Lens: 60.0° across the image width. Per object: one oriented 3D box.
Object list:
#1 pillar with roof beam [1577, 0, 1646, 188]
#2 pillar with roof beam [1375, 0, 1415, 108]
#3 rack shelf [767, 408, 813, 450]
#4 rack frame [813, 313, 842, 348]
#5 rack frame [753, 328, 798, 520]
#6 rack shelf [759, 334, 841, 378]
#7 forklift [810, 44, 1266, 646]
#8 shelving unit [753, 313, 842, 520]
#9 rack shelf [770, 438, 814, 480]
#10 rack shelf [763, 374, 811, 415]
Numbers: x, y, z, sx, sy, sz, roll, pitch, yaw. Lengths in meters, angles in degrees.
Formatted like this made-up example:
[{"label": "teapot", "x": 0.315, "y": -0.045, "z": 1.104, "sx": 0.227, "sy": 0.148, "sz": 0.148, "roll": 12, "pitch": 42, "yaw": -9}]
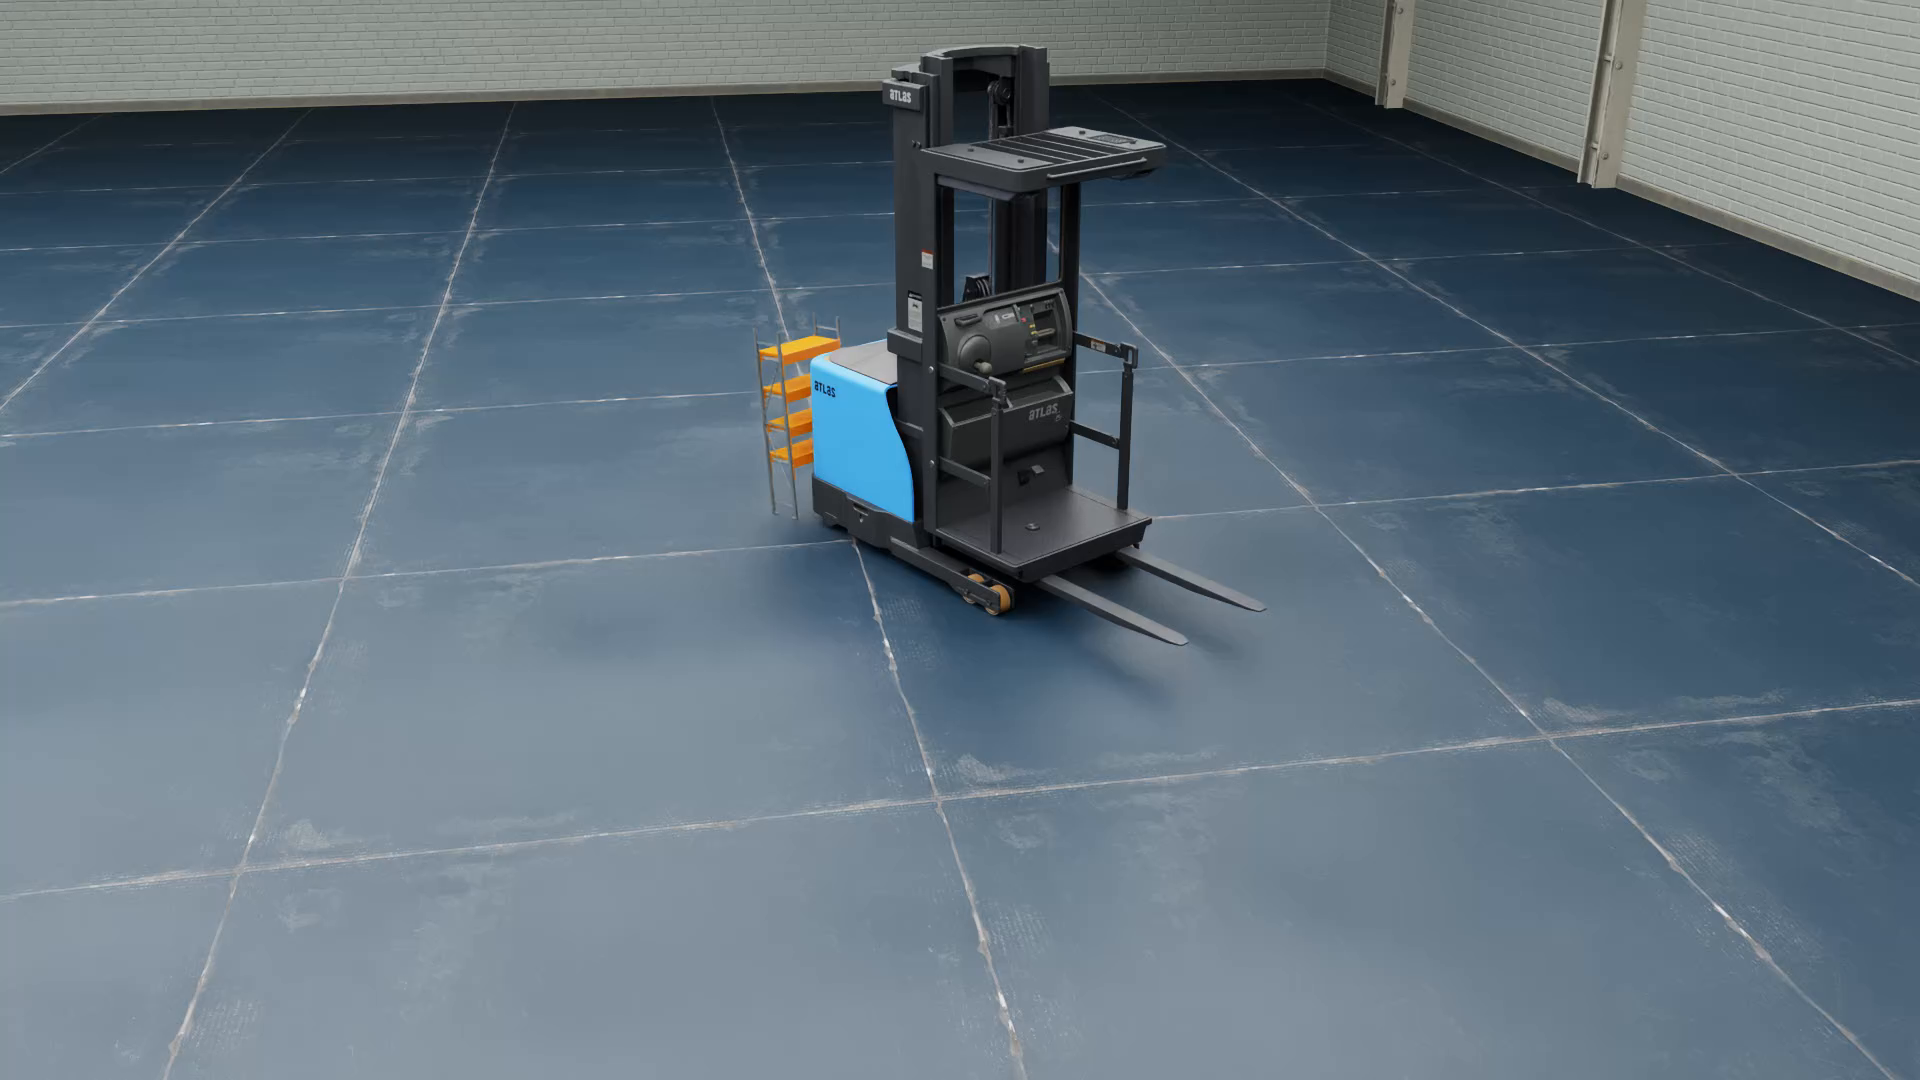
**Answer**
[{"label": "pillar with roof beam", "x": 3.460, "y": -8.098, "z": 17.548, "sx": 9.100, "sy": 9.000, "sz": 0.400, "roll": -4, "pitch": 24, "yaw": -10}, {"label": "pillar with roof beam", "x": 2.350, "y": -10.458, "z": 22.951, "sx": 9.100, "sy": 9.000, "sz": 0.400, "roll": -4, "pitch": 24, "yaw": -10}, {"label": "rack shelf", "x": -0.974, "y": -0.723, "z": 10.548, "sx": 0.258, "sy": 0.148, "sz": 0.480, "roll": 15, "pitch": 28, "yaw": 42}, {"label": "rack frame", "x": -0.809, "y": -0.856, "z": 10.686, "sx": 0.240, "sy": 1.200, "sz": 0.015, "roll": 15, "pitch": 28, "yaw": 42}, {"label": "rack frame", "x": -1.148, "y": -0.716, "z": 10.364, "sx": 0.240, "sy": 1.200, "sz": 0.015, "roll": 15, "pitch": 28, "yaw": 42}, {"label": "rack shelf", "x": -1.002, "y": -1.154, "z": 10.390, "sx": 0.258, "sy": 0.148, "sz": 0.480, "roll": 15, "pitch": 28, "yaw": 42}, {"label": "forklift", "x": 0.404, "y": -1.152, "z": 9.225, "sx": 1.130, "sy": 2.935, "sz": 3.031, "roll": -19, "pitch": 30, "yaw": -36}, {"label": "shelving unit", "x": -0.978, "y": -0.786, "z": 10.525, "sx": 0.258, "sy": 1.200, "sz": 0.503, "roll": 15, "pitch": 28, "yaw": 42}, {"label": "rack shelf", "x": -0.962, "y": -0.537, "z": 10.617, "sx": 0.258, "sy": 0.148, "sz": 0.480, "roll": 15, "pitch": 28, "yaw": 42}, {"label": "rack shelf", "x": -0.988, "y": -0.933, "z": 10.472, "sx": 0.258, "sy": 0.148, "sz": 0.480, "roll": 15, "pitch": 28, "yaw": 42}]
